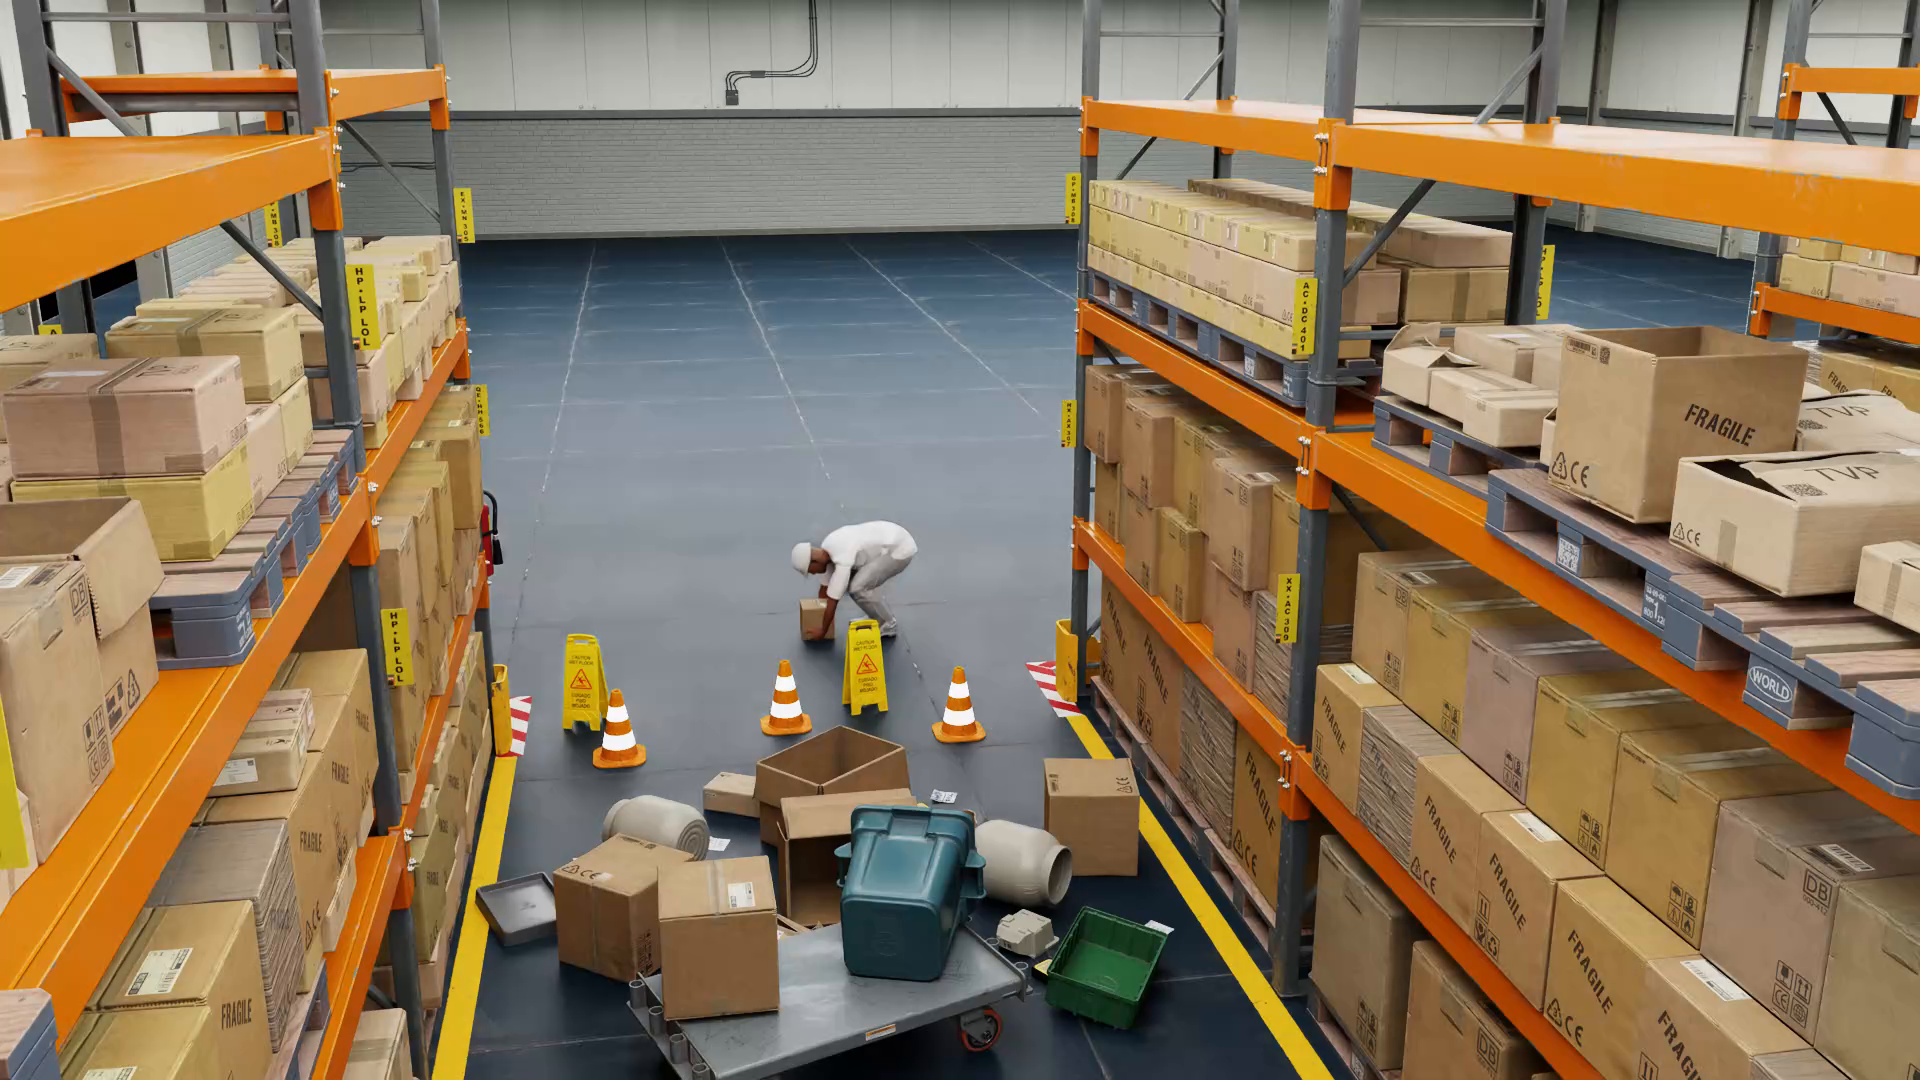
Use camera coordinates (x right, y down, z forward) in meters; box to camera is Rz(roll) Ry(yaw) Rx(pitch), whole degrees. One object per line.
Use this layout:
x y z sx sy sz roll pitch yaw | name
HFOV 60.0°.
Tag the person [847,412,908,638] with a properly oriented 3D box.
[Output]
-0.634 -0.123 12.915 0.446 1.767 0.577 -3 17 -12 | person
